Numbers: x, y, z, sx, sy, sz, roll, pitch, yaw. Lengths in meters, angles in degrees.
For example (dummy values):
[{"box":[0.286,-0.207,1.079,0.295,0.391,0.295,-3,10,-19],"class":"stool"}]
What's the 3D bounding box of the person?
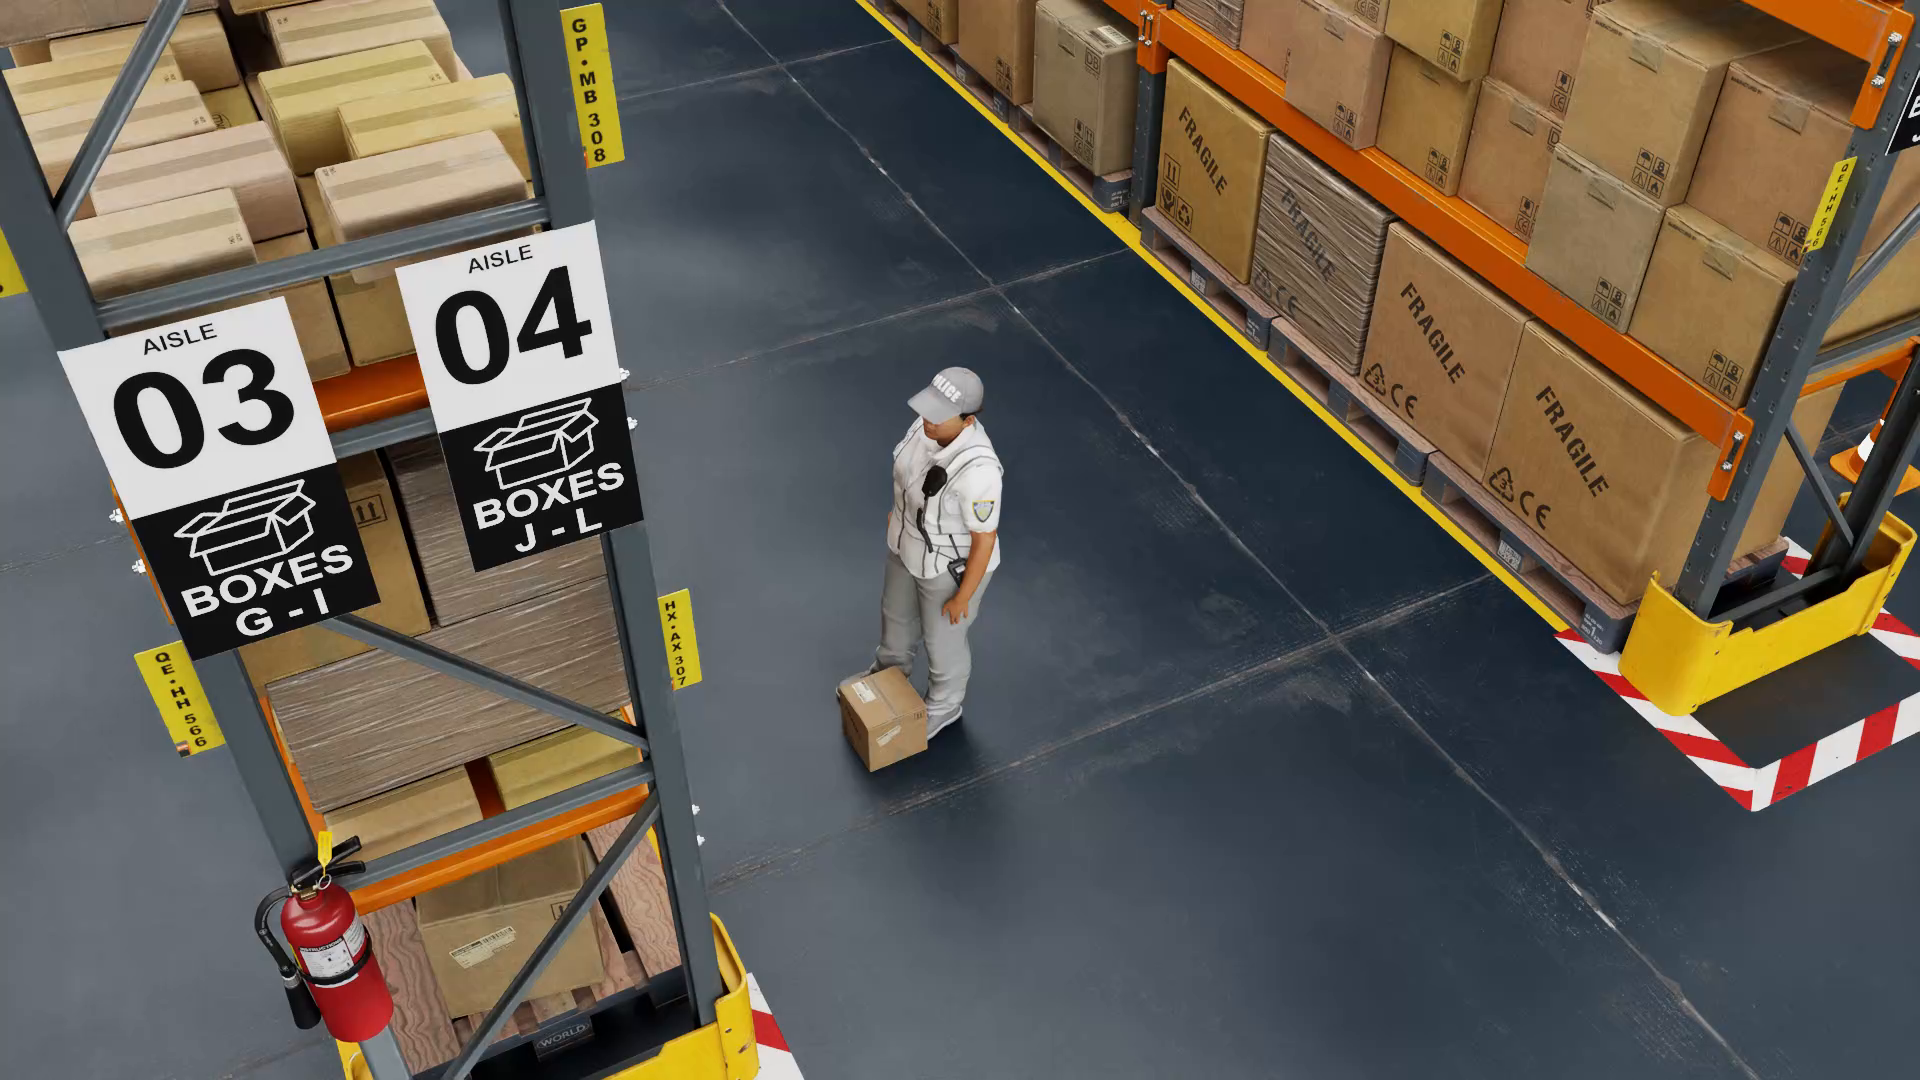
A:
[{"box":[-0.149,0.071,6.060,0.529,1.670,0.599,-19,45,-20],"class":"person"}]
